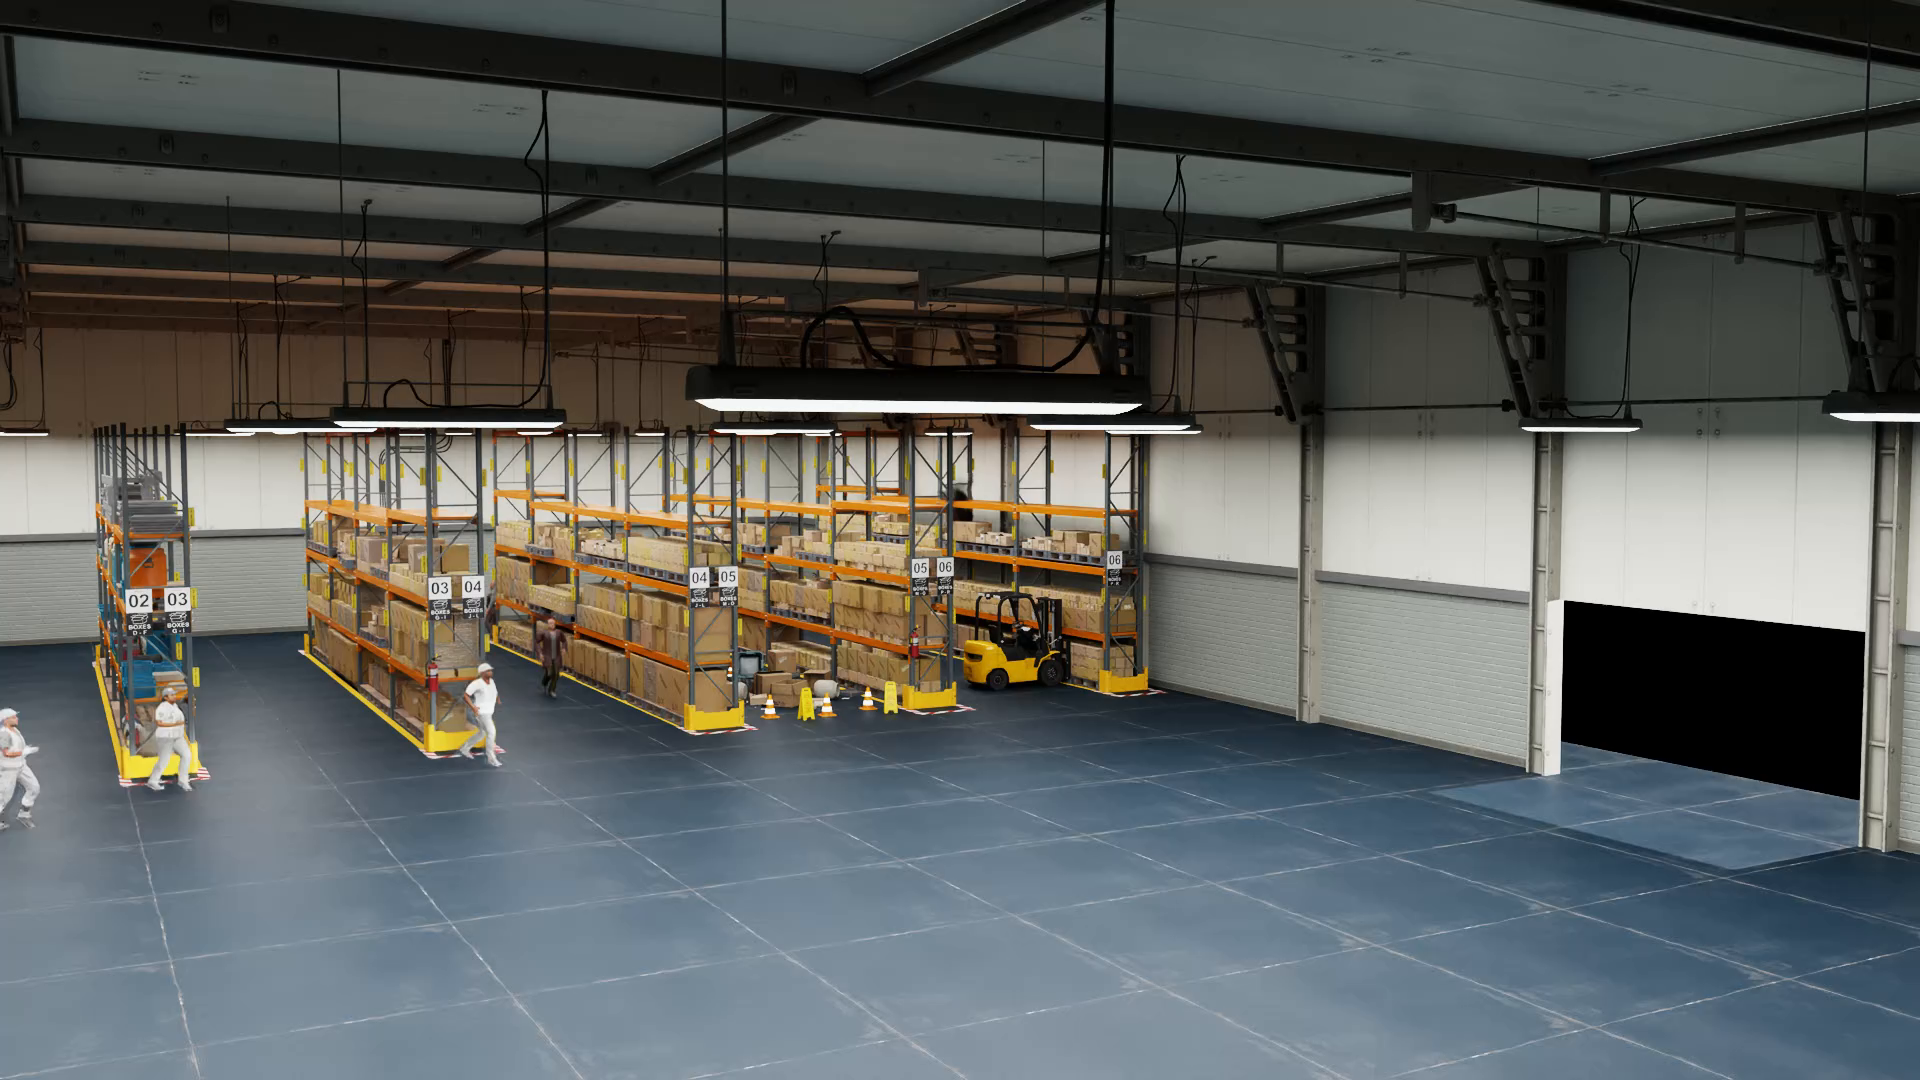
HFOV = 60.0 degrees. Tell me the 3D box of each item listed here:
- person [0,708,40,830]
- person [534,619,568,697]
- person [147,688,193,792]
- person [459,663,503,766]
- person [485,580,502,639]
[{"bbox_3d":[-13.793,3.360,24.265,0.748,1.825,0.659,0,3,-4],"label":"person"},{"bbox_3d":[-9.068,2.616,36.979,0.726,1.747,0.633,-2,4,-32],"label":"person"},{"bbox_3d":[-12.834,3.264,27.004,0.673,1.709,0.608,1,4,9],"label":"person"},{"bbox_3d":[-8.429,3.065,29.322,0.865,1.798,0.708,1,4,11],"label":"person"},{"bbox_3d":[-13.344,1.995,47.838,0.633,1.688,0.781,0,3,-6],"label":"person"}]
